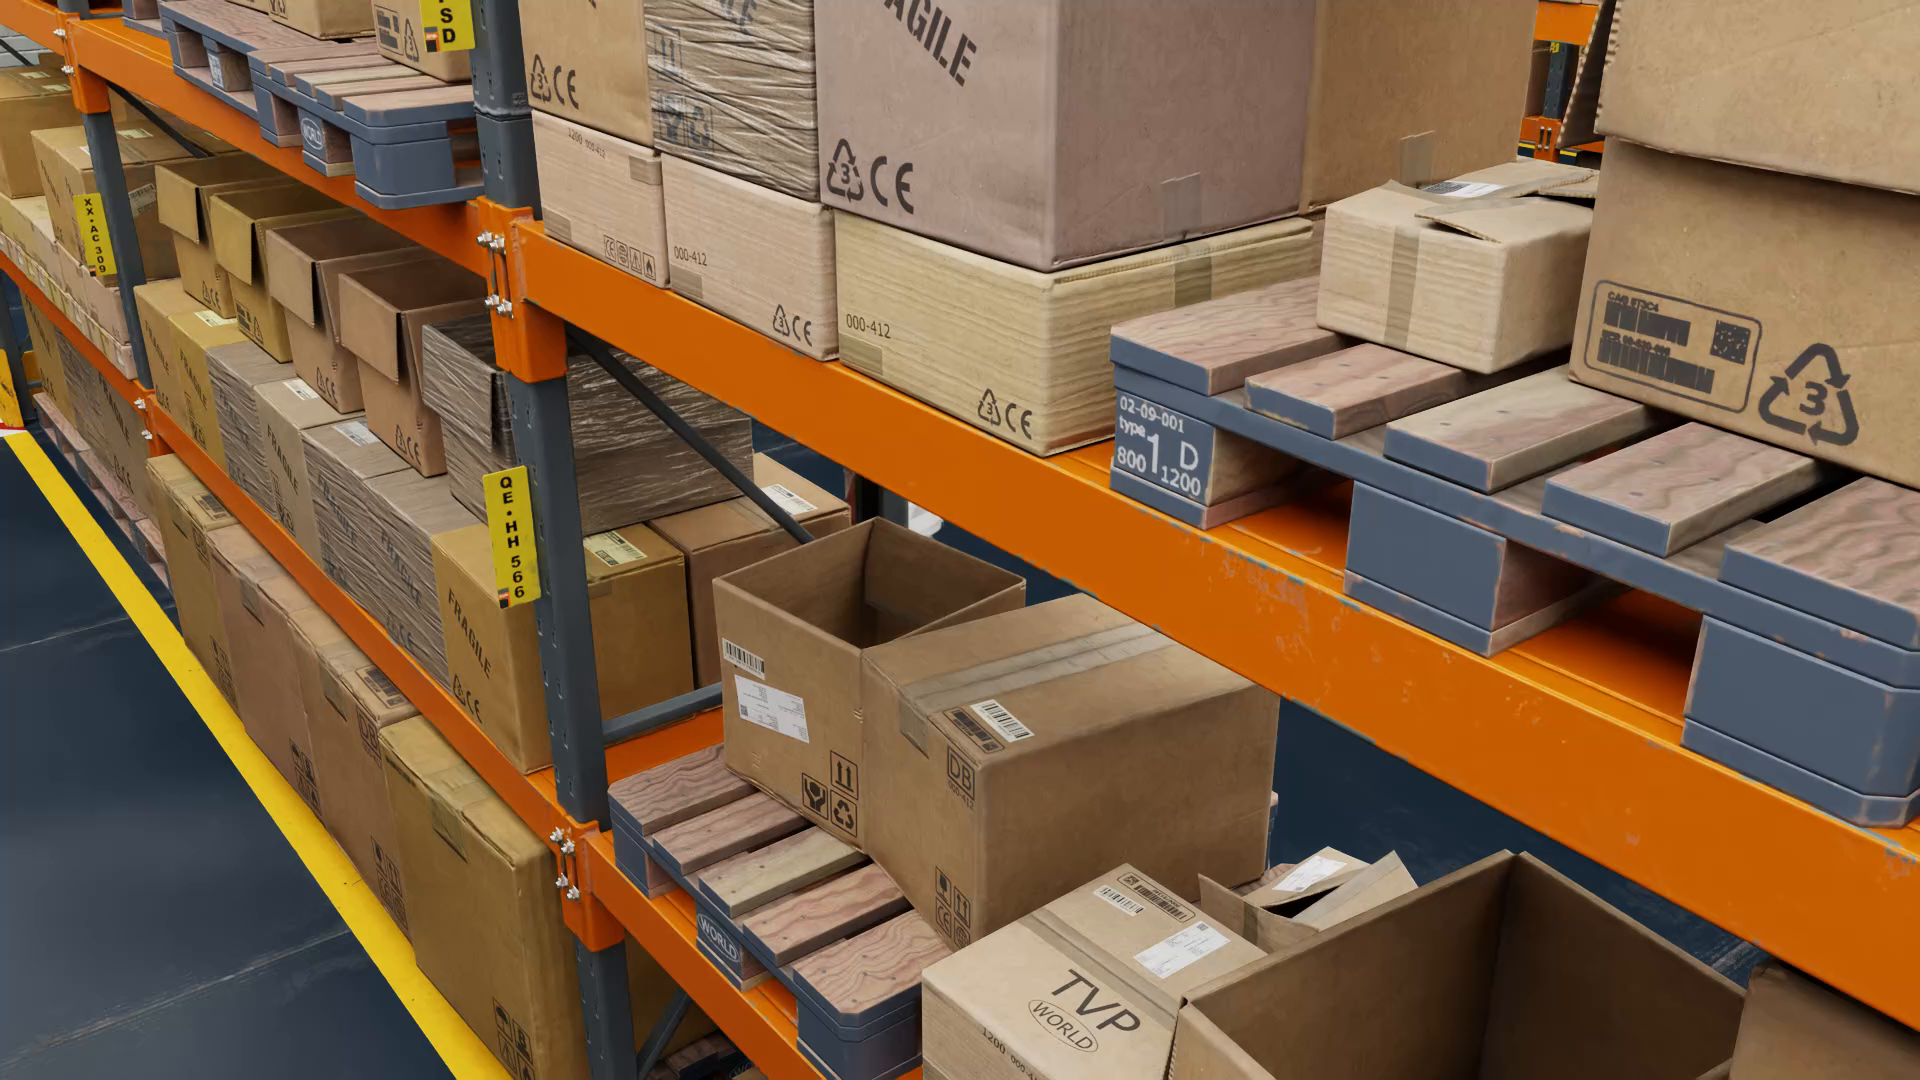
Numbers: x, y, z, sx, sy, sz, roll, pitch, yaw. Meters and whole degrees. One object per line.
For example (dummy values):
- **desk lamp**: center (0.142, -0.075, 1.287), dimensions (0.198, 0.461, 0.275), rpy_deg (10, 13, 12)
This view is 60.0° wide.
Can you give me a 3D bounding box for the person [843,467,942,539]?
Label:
- **person**: center (-0.303, -0.036, 6.632), dimensions (0.405, 1.792, 0.602), rpy_deg (17, 30, 33)
